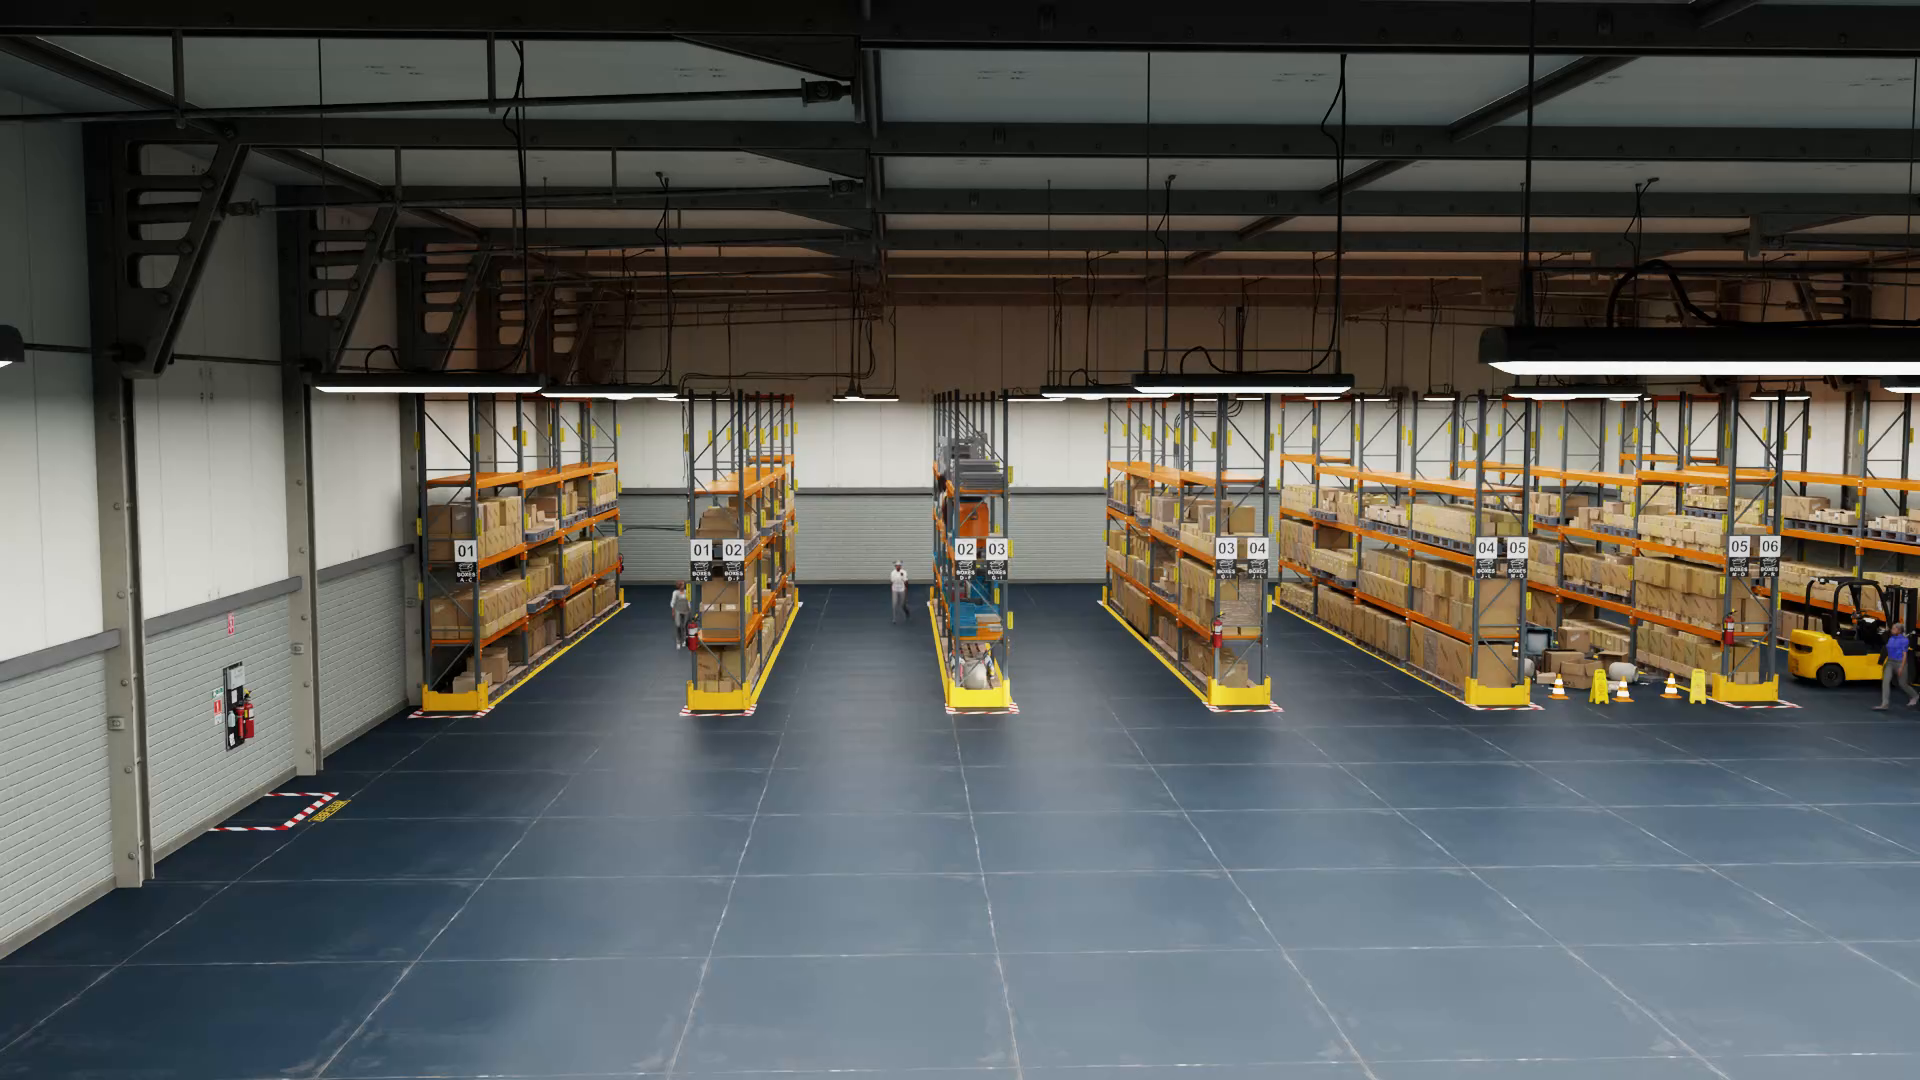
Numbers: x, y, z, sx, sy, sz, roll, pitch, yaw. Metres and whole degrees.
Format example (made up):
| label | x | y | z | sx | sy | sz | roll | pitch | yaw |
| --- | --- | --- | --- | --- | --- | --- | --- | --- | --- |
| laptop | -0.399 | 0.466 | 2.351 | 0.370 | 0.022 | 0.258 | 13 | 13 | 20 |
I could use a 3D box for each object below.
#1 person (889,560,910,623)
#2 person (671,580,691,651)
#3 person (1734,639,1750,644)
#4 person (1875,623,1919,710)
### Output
| label | x | y | z | sx | sy | sz | roll | pitch | yaw |
| --- | --- | --- | --- | --- | --- | --- | --- | --- | --- |
| person | -1.595 | 1.335 | 43.567 | 0.490 | 1.655 | 0.727 | 1 | 5 | 14 |
| person | -6.514 | 1.747 | 39.010 | 0.535 | 1.619 | 0.695 | -1 | 5 | -10 |
| person | 17.055 | 1.889 | 36.467 | 0.702 | 1.714 | 0.516 | 4 | 6 | 41 |
| person | 17.585 | 2.367 | 31.163 | 0.874 | 1.615 | 0.431 | -2 | 5 | -24 |
